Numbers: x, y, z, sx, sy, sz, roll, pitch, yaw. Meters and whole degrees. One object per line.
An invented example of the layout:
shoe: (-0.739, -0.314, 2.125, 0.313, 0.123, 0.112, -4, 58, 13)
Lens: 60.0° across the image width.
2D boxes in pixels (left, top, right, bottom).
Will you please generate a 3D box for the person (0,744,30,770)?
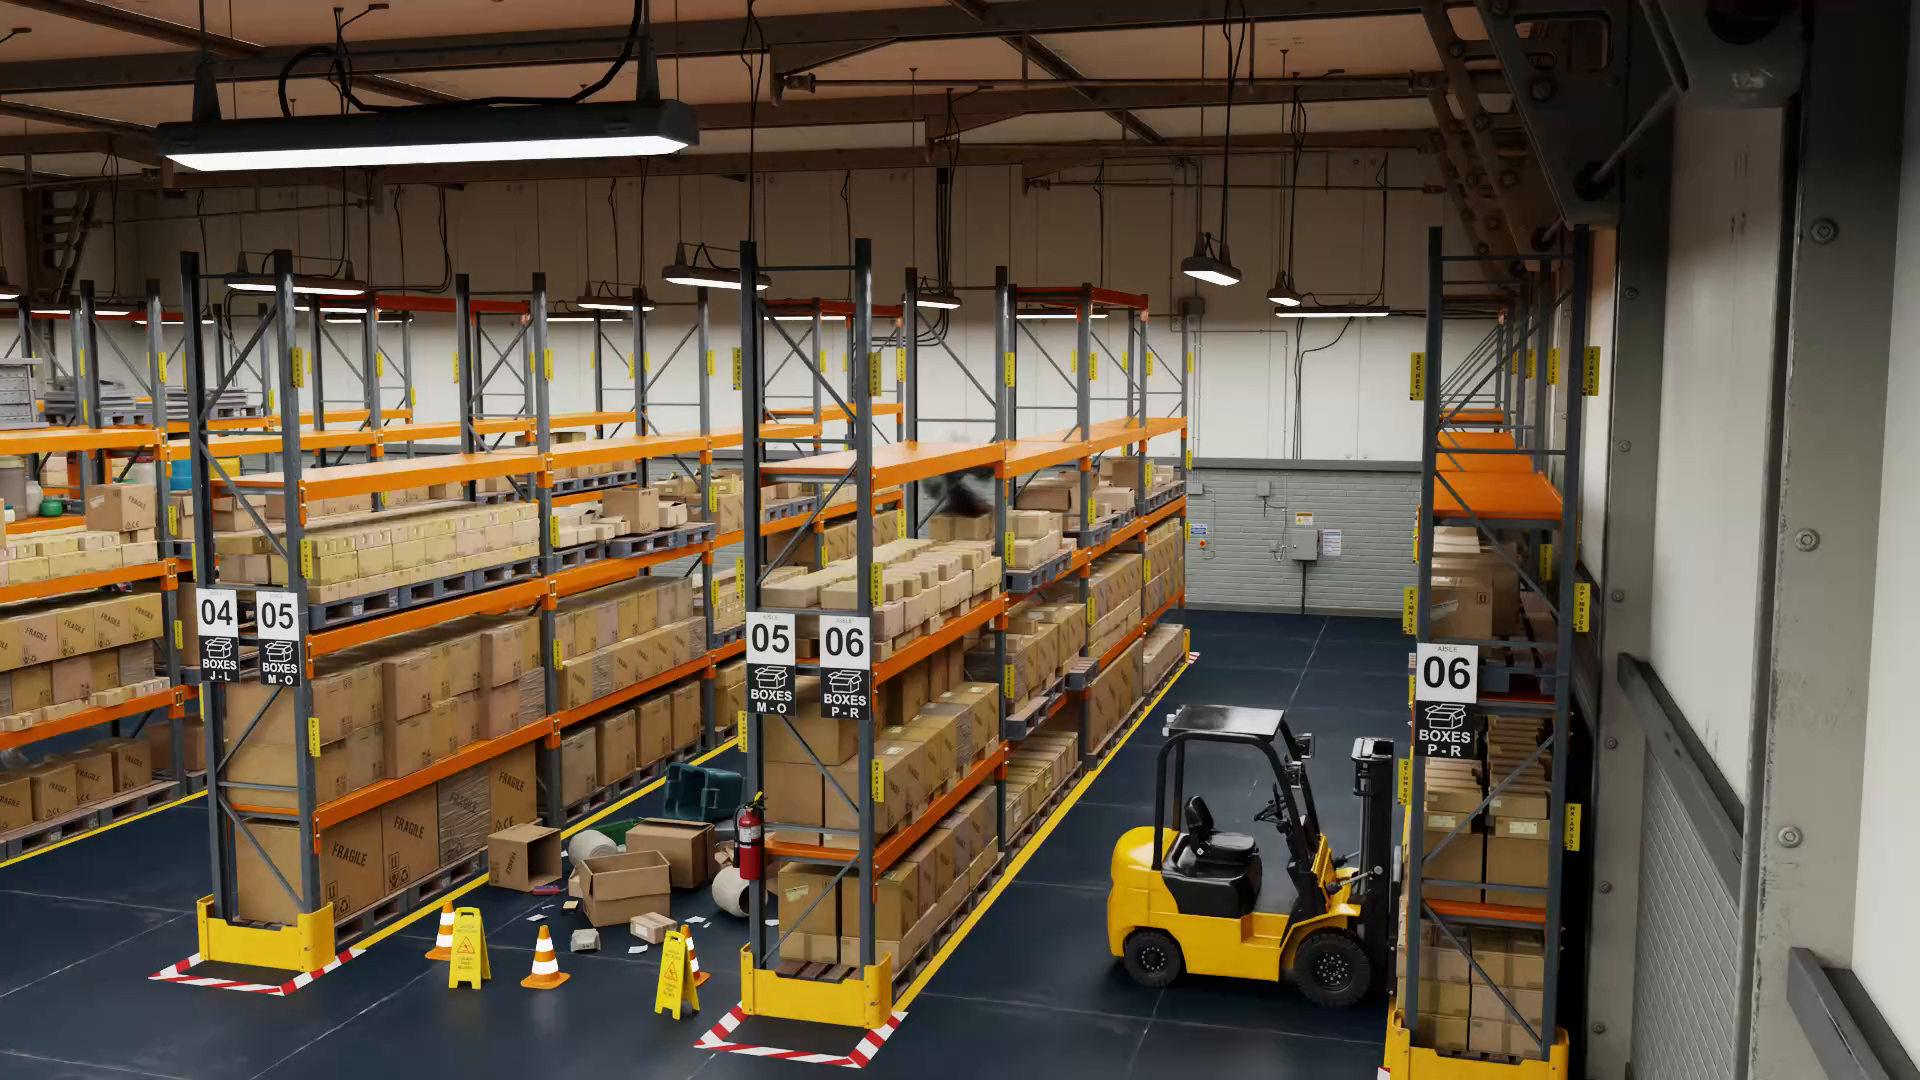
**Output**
person: (-11.105, 2.177, 19.457, 0.591, 1.638, 0.576, 1, 7, 13)

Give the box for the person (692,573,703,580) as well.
person: (-4.117, 1.381, 26.097, 0.677, 1.728, 0.600, 2, 7, 15)

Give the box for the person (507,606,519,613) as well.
person: (-6.341, 1.734, 23.754, 0.538, 1.596, 0.812, 1, 6, 9)
